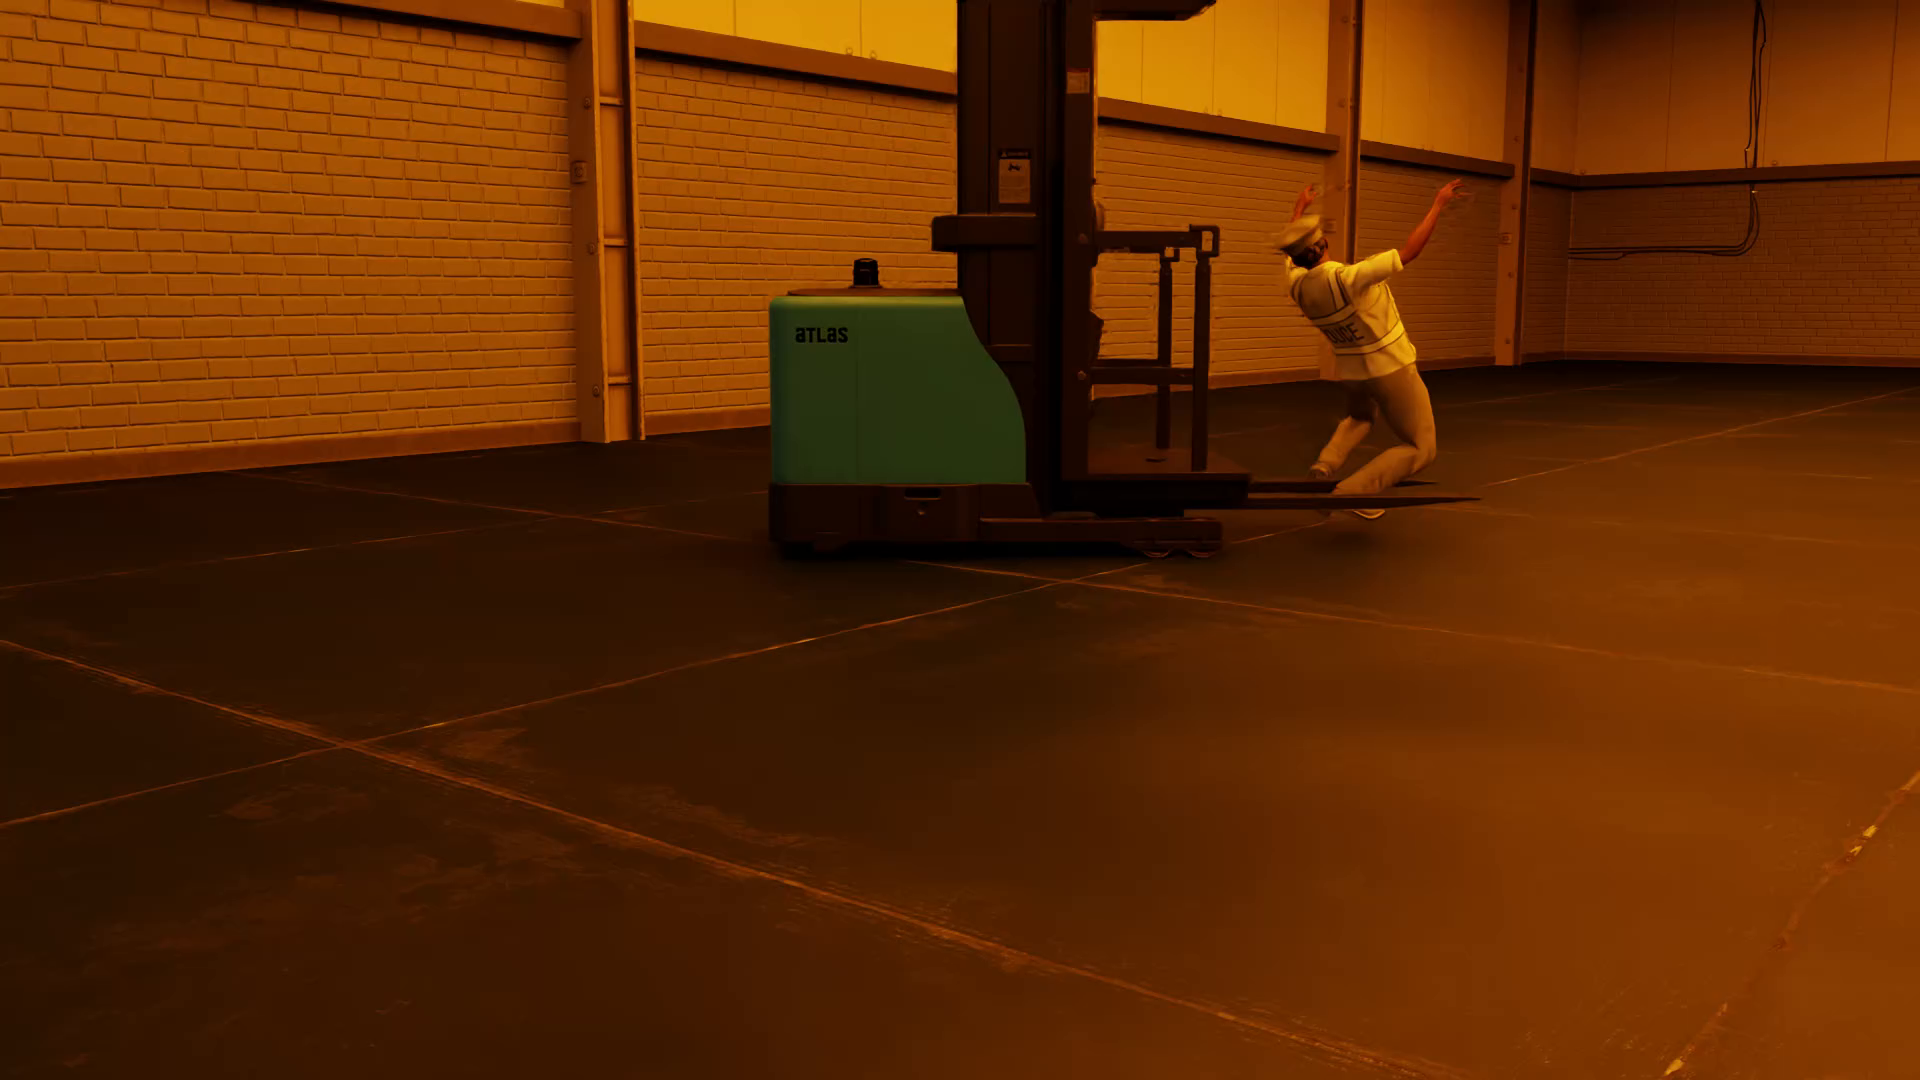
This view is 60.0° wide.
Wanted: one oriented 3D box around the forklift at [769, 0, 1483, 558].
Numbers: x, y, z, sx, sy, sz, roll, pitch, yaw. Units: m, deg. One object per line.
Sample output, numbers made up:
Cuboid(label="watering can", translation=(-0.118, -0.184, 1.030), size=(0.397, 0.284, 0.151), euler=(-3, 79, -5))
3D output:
Cuboid(label="forklift", translation=(0.709, -1.451, 7.197), size=(3.031, 2.935, 1.130), euler=(0, 8, -2))

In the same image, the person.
Cuboid(label="person", translation=(1.770, -0.870, 7.687), size=(0.761, 1.569, 0.879), euler=(-4, 9, -26))
